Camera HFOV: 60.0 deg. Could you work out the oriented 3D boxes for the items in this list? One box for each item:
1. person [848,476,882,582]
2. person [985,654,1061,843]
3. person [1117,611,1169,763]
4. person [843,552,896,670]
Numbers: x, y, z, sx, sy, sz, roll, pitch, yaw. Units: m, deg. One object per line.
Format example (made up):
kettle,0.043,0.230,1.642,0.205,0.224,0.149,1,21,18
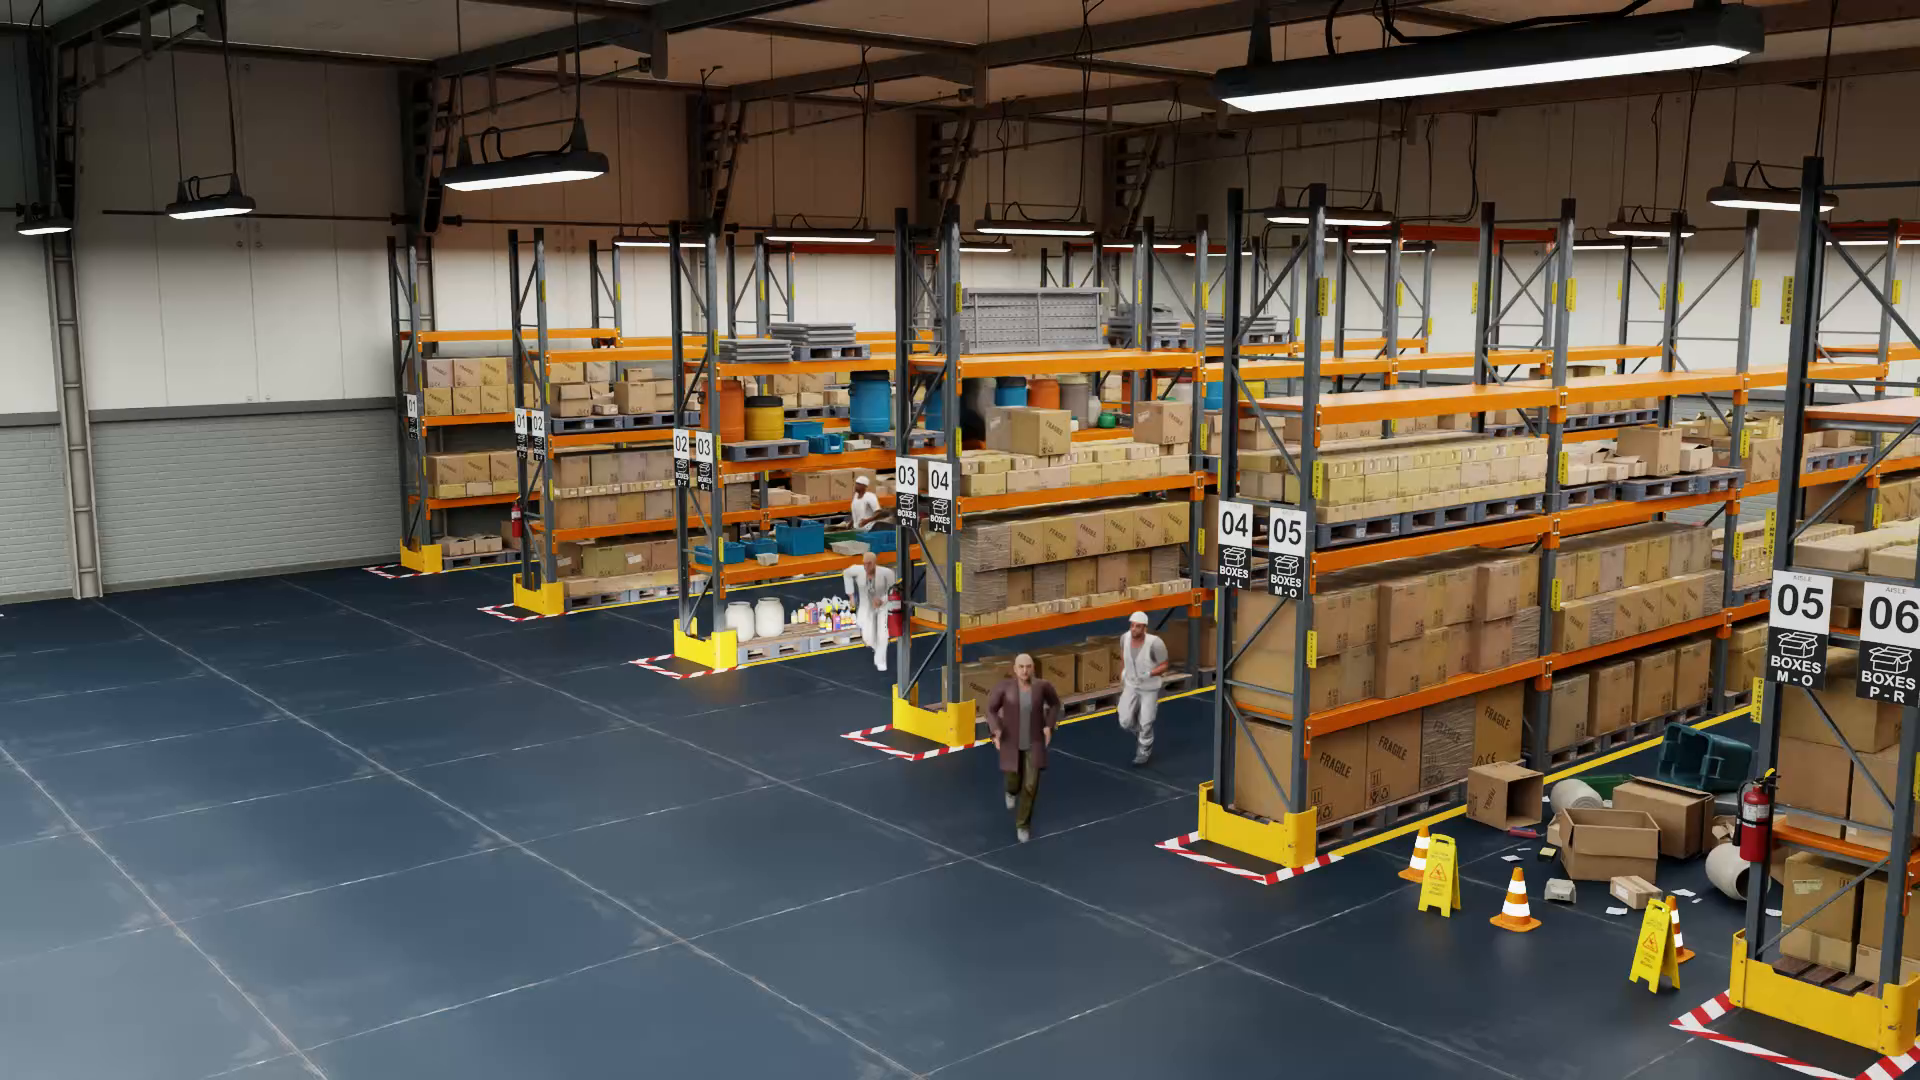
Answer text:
person,-1.582,-0.187,27.430,0.572,1.741,0.691,-8,12,-43
person,0.600,1.921,15.763,0.730,1.750,0.778,-1,9,-4
person,1.922,1.590,17.765,0.624,1.712,0.674,4,10,27
person,-1.148,0.910,21.220,0.737,1.605,0.868,1,9,9
